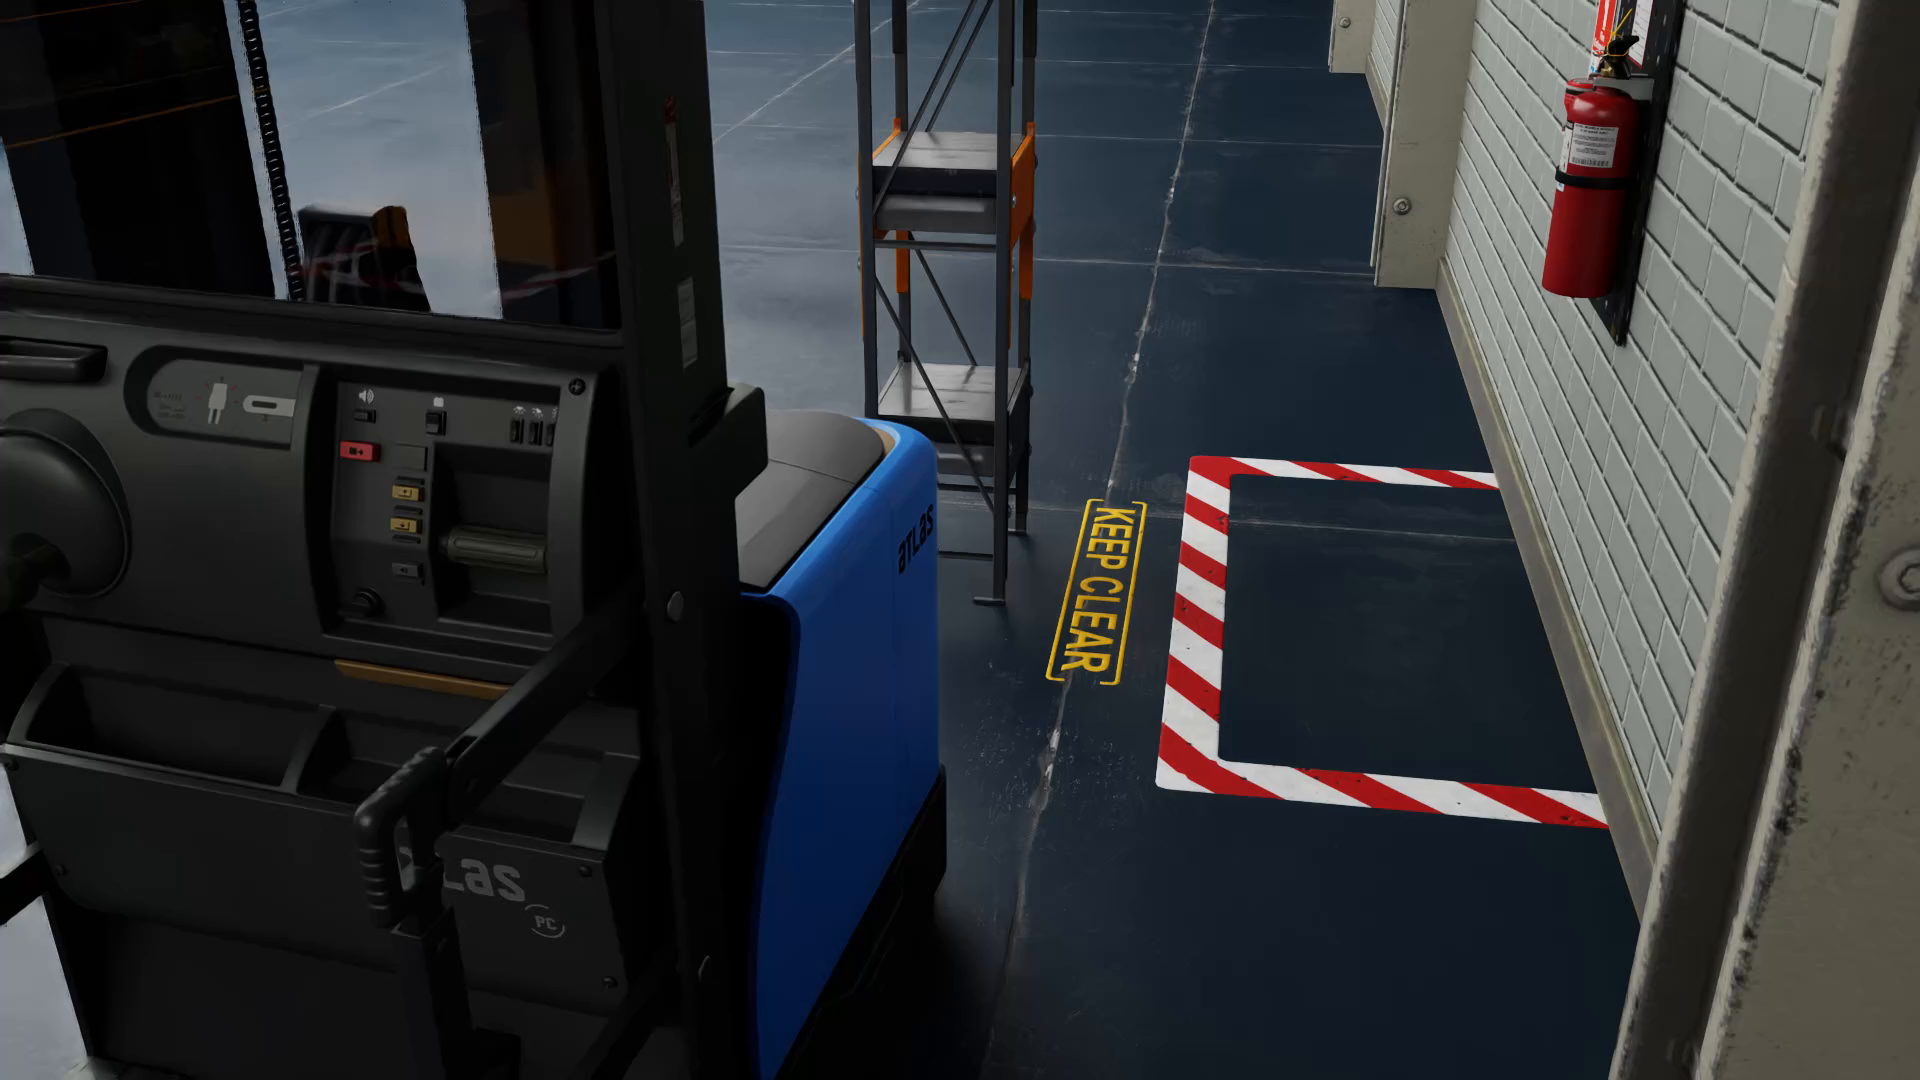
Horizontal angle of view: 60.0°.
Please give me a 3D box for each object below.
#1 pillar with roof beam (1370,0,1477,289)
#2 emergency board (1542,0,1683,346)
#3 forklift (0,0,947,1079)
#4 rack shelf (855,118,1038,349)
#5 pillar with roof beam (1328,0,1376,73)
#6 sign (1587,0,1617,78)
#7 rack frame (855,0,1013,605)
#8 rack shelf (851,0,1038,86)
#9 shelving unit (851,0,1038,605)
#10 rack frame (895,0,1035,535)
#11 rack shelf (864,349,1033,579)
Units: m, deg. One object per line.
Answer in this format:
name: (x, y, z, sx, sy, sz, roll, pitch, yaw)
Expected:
pillar with roof beam: (-2.117, -5.636, 6.676, 9.100, 9.000, 0.400, 4, 25, 9)
emergency board: (1.591, -1.142, 4.152, 0.194, 1.169, 0.643, 4, 25, 9)
forklift: (-0.929, -0.036, 1.871, 1.130, 2.935, 3.031, 7, 26, 15)
rack shelf: (-0.027, -0.869, 4.663, 0.431, 0.518, 0.480, 4, 25, 9)
pillar with roof beam: (-1.137, -8.145, 12.037, 9.100, 9.000, 0.400, 4, 25, 9)
sign: (1.783, -1.382, 4.623, 0.001, 0.329, 0.234, 4, 25, 9)
rack frame: (-0.067, -0.780, 4.439, 0.400, 2.100, 0.015, 4, 25, 9)
rack shelf: (-0.027, -1.503, 4.366, 0.431, 0.518, 0.480, 4, 25, 9)
shelving unit: (-0.027, -0.882, 4.657, 0.431, 2.100, 0.503, 4, 25, 9)
rack frame: (0.013, -0.984, 4.875, 0.400, 2.100, 0.015, 4, 25, 9)
rack shelf: (-0.027, -0.235, 4.959, 0.431, 0.518, 0.480, 4, 25, 9)
